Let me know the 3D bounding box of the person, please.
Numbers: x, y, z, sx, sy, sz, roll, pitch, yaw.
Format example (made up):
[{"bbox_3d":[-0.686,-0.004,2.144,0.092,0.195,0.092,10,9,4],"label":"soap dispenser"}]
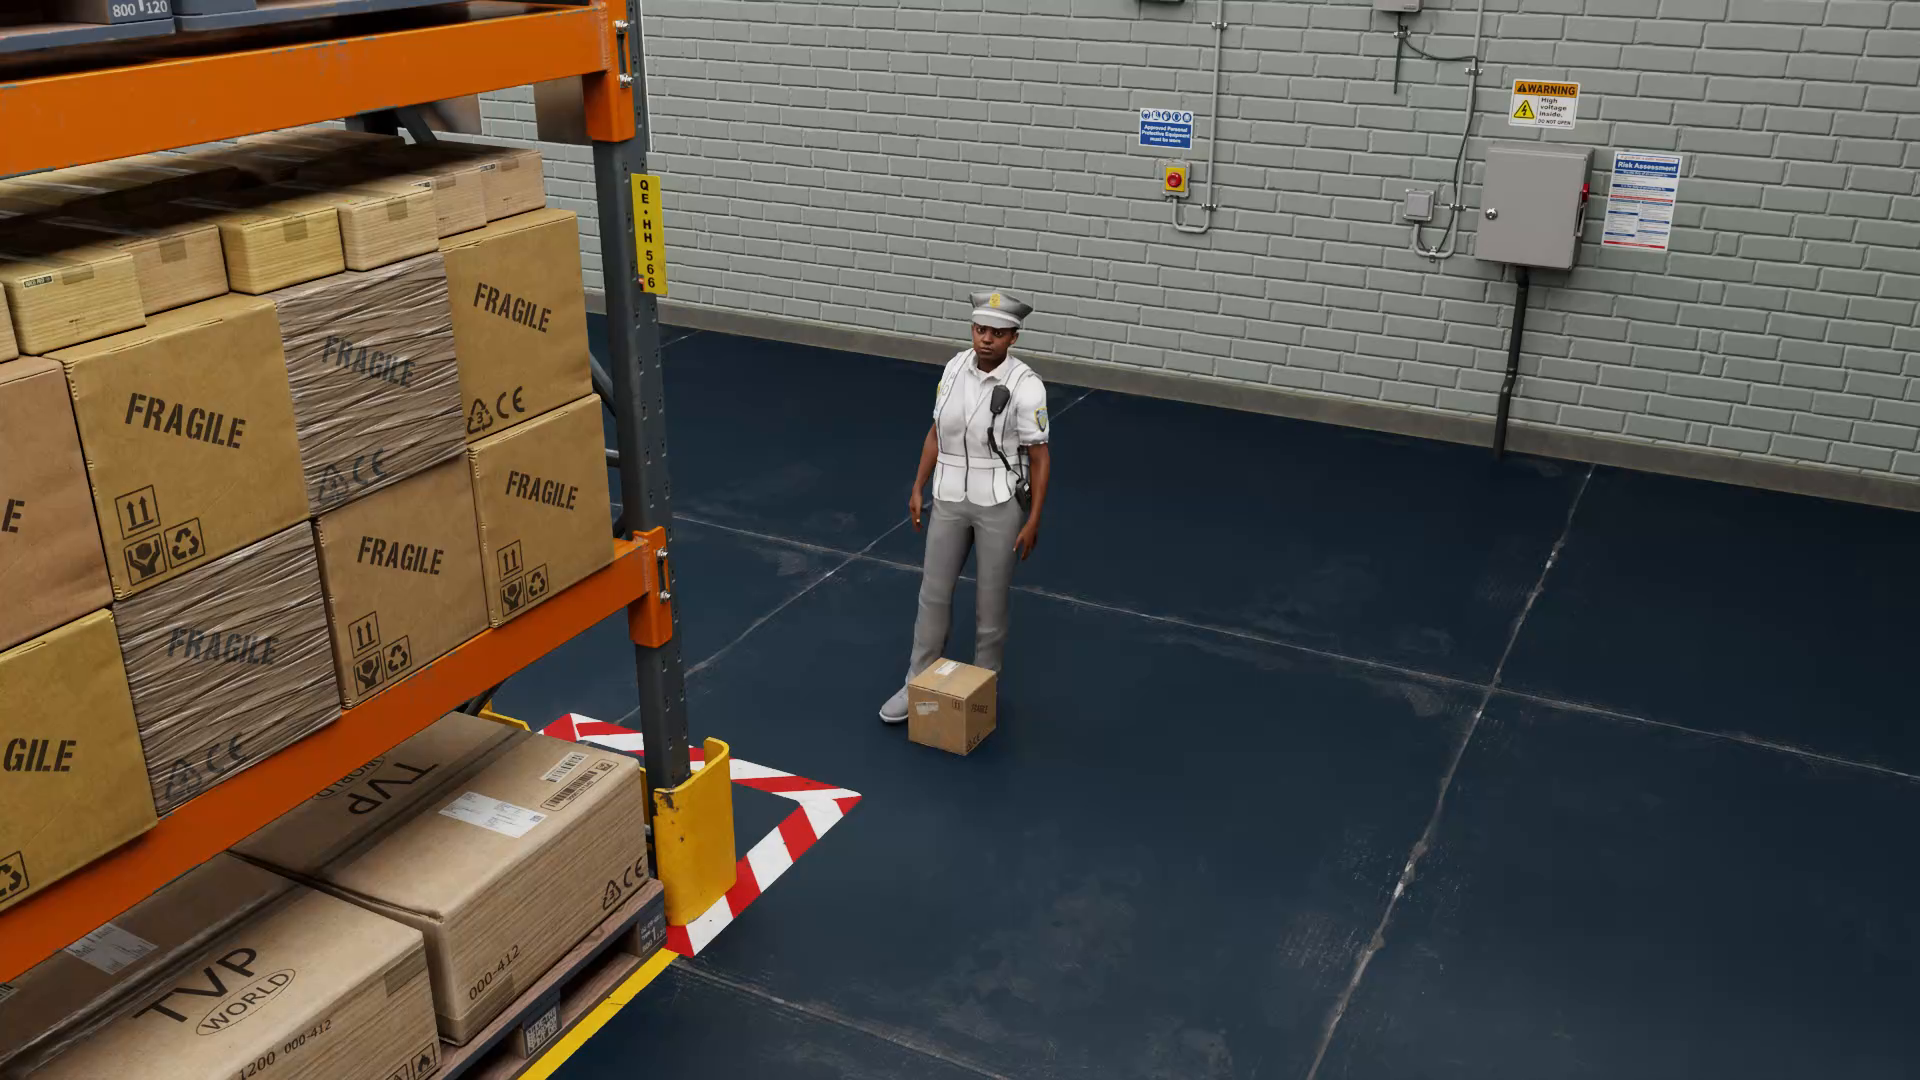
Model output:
[{"bbox_3d":[0.032,-0.111,6.291,0.570,1.695,0.529,11,25,25],"label":"person"}]
